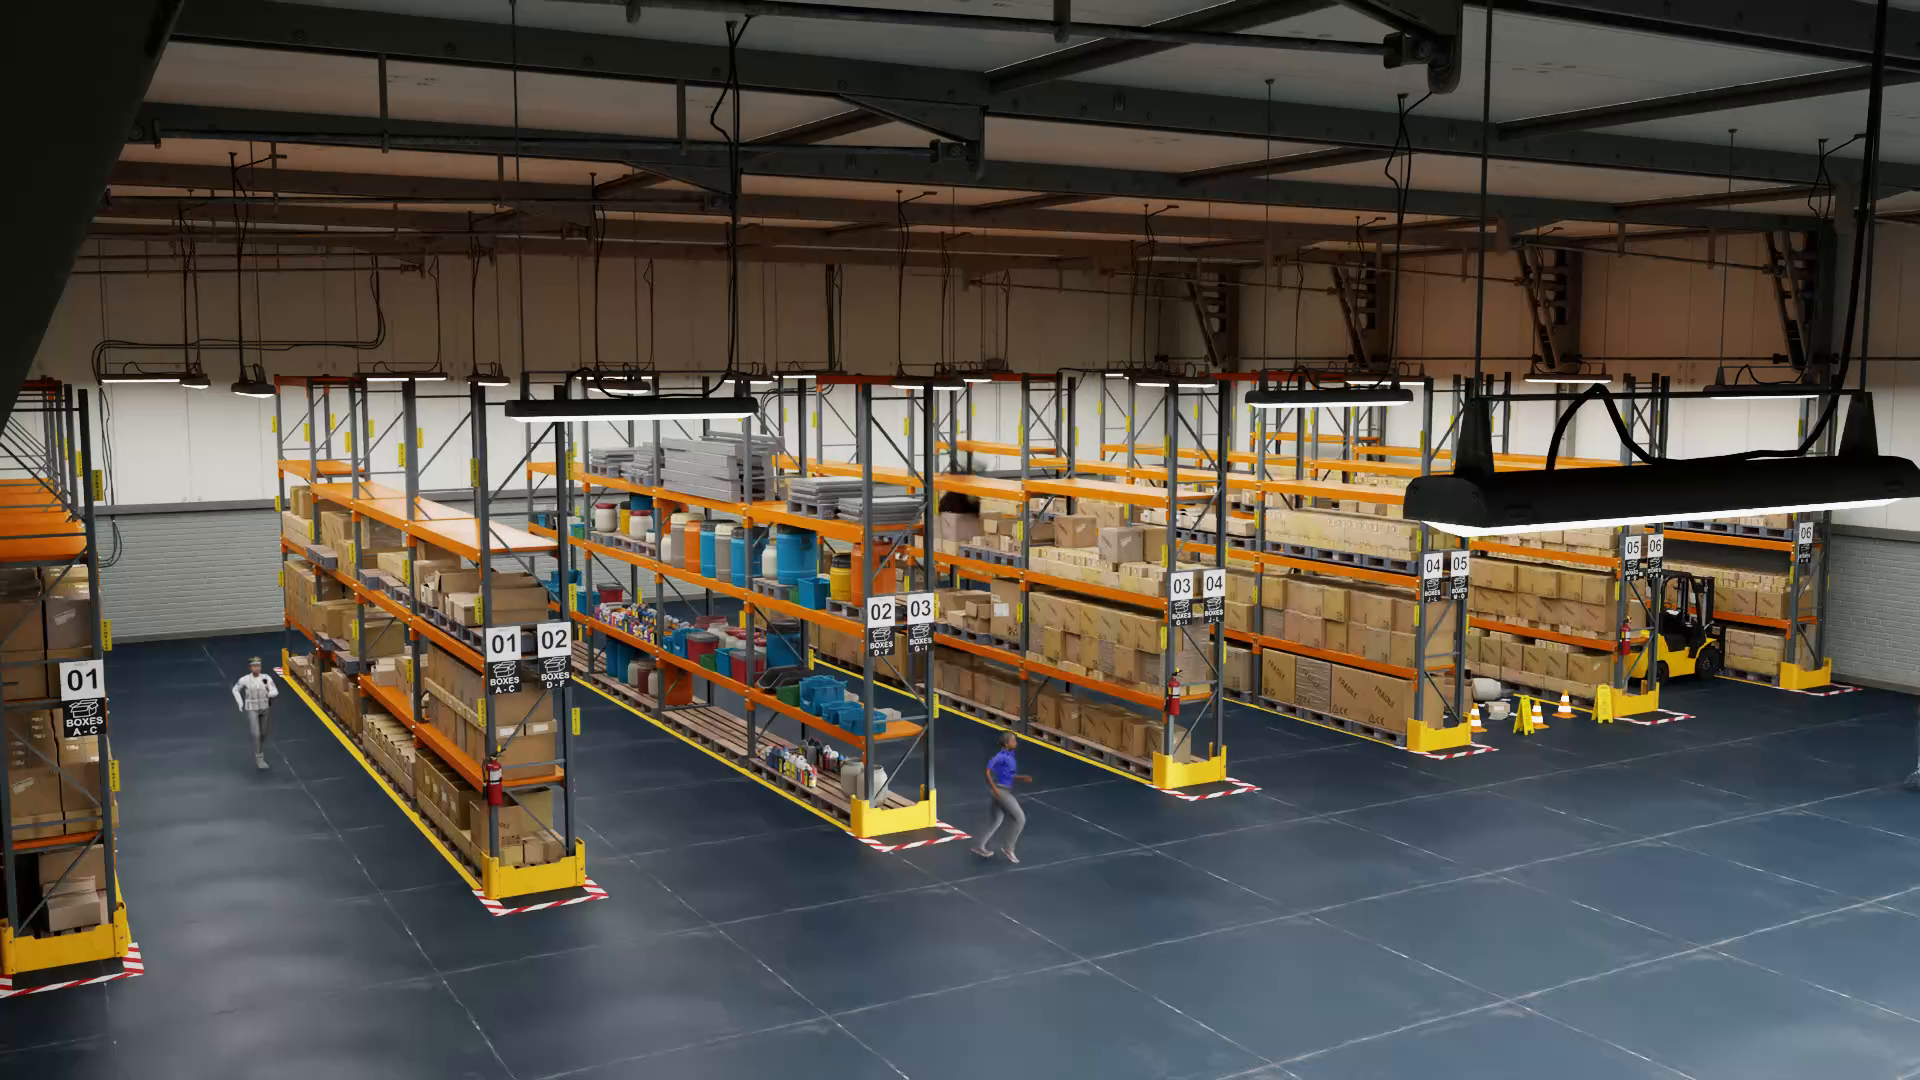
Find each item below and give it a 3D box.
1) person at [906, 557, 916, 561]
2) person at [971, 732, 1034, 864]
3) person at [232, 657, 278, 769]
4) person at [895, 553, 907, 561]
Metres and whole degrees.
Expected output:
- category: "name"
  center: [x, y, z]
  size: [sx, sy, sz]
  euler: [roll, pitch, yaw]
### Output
- category: "person"
  center: [-1.172, 1.200, 39.070]
  size: [0.663, 1.778, 0.687]
  euler: [-2, 7, -21]
- category: "person"
  center: [0.533, 3.240, 20.947]
  size: [0.802, 1.677, 0.496]
  euler: [0, 6, 4]
- category: "person"
  center: [-10.911, 2.650, 25.835]
  size: [0.611, 1.669, 0.906]
  euler: [-5, 8, -38]
- category: "person"
  center: [-1.431, 0.941, 41.543]
  size: [0.727, 1.702, 0.887]
  euler: [6, 9, 44]
